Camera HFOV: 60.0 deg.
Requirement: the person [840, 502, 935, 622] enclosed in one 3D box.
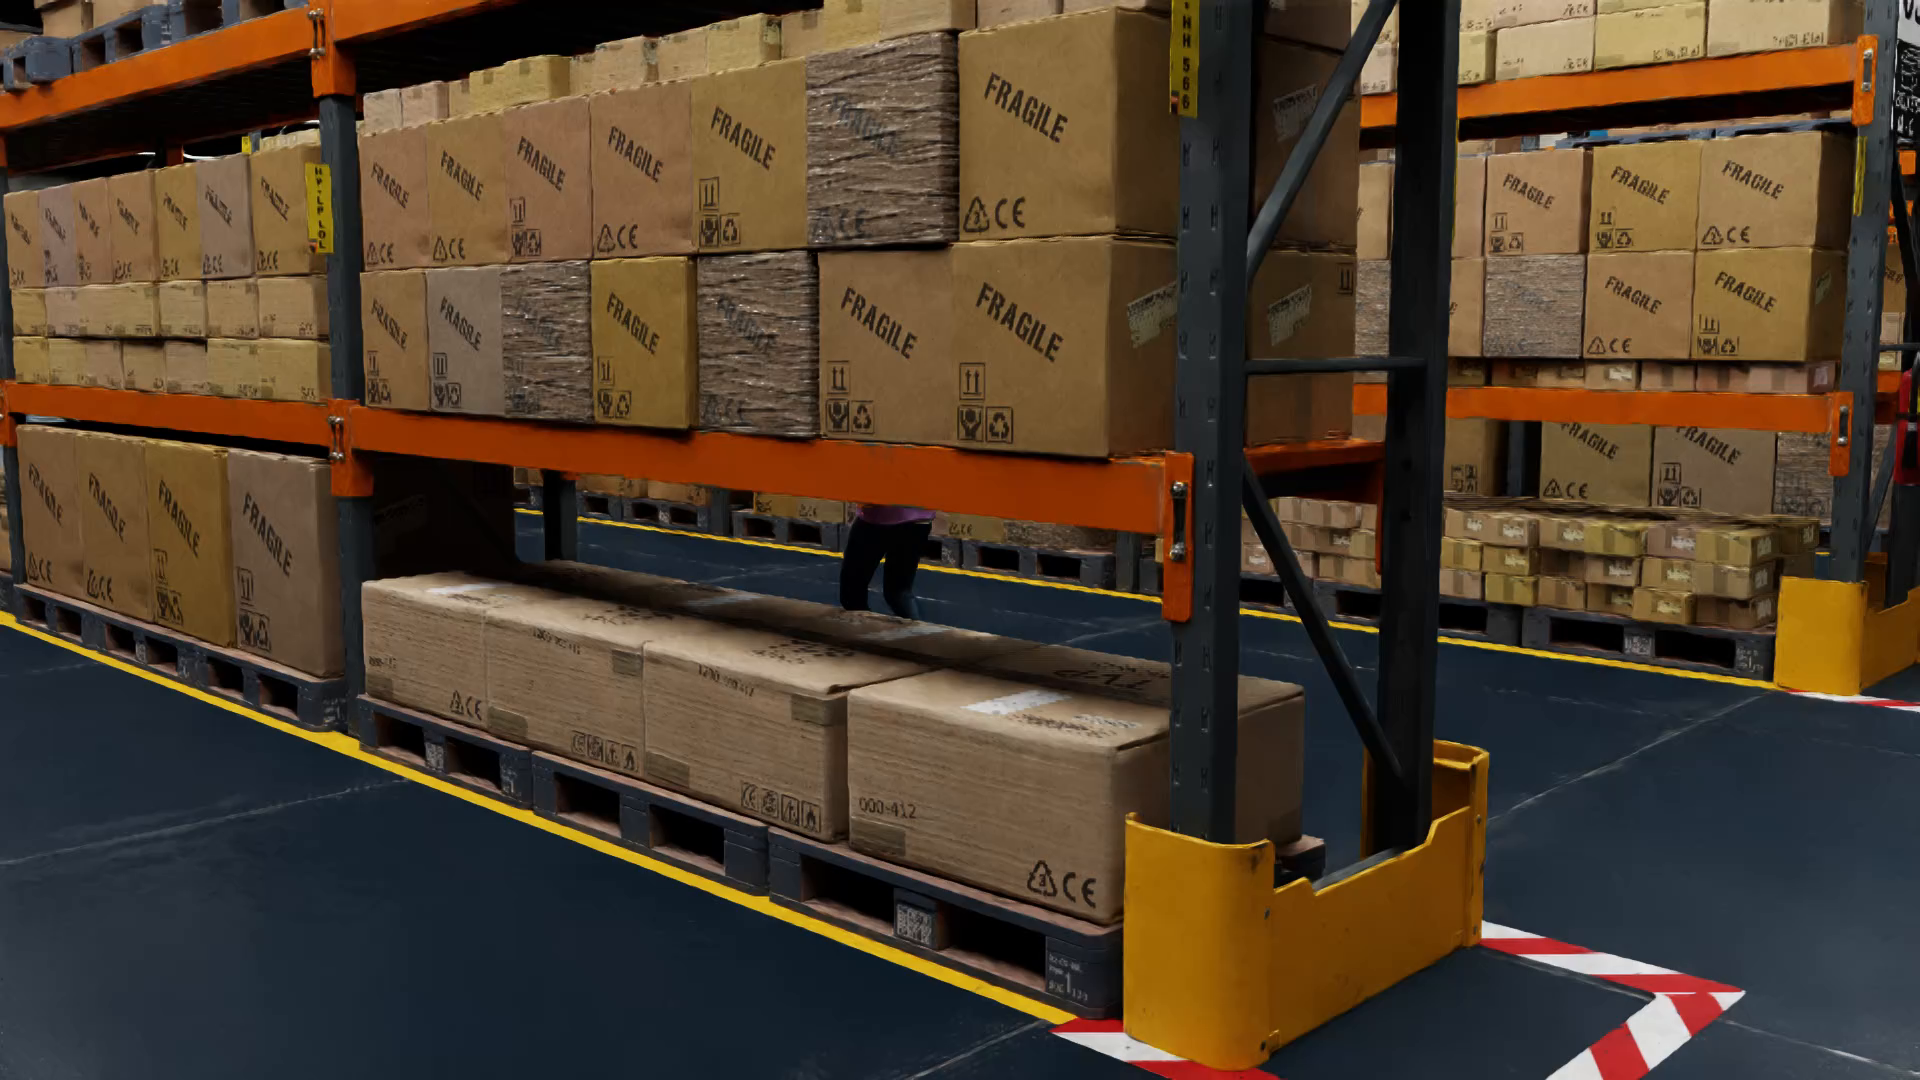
[{"bbox_3d":[-0.350,-0.104,7.115,0.502,1.562,0.743,-7,10,-43],"label":"person"}]
